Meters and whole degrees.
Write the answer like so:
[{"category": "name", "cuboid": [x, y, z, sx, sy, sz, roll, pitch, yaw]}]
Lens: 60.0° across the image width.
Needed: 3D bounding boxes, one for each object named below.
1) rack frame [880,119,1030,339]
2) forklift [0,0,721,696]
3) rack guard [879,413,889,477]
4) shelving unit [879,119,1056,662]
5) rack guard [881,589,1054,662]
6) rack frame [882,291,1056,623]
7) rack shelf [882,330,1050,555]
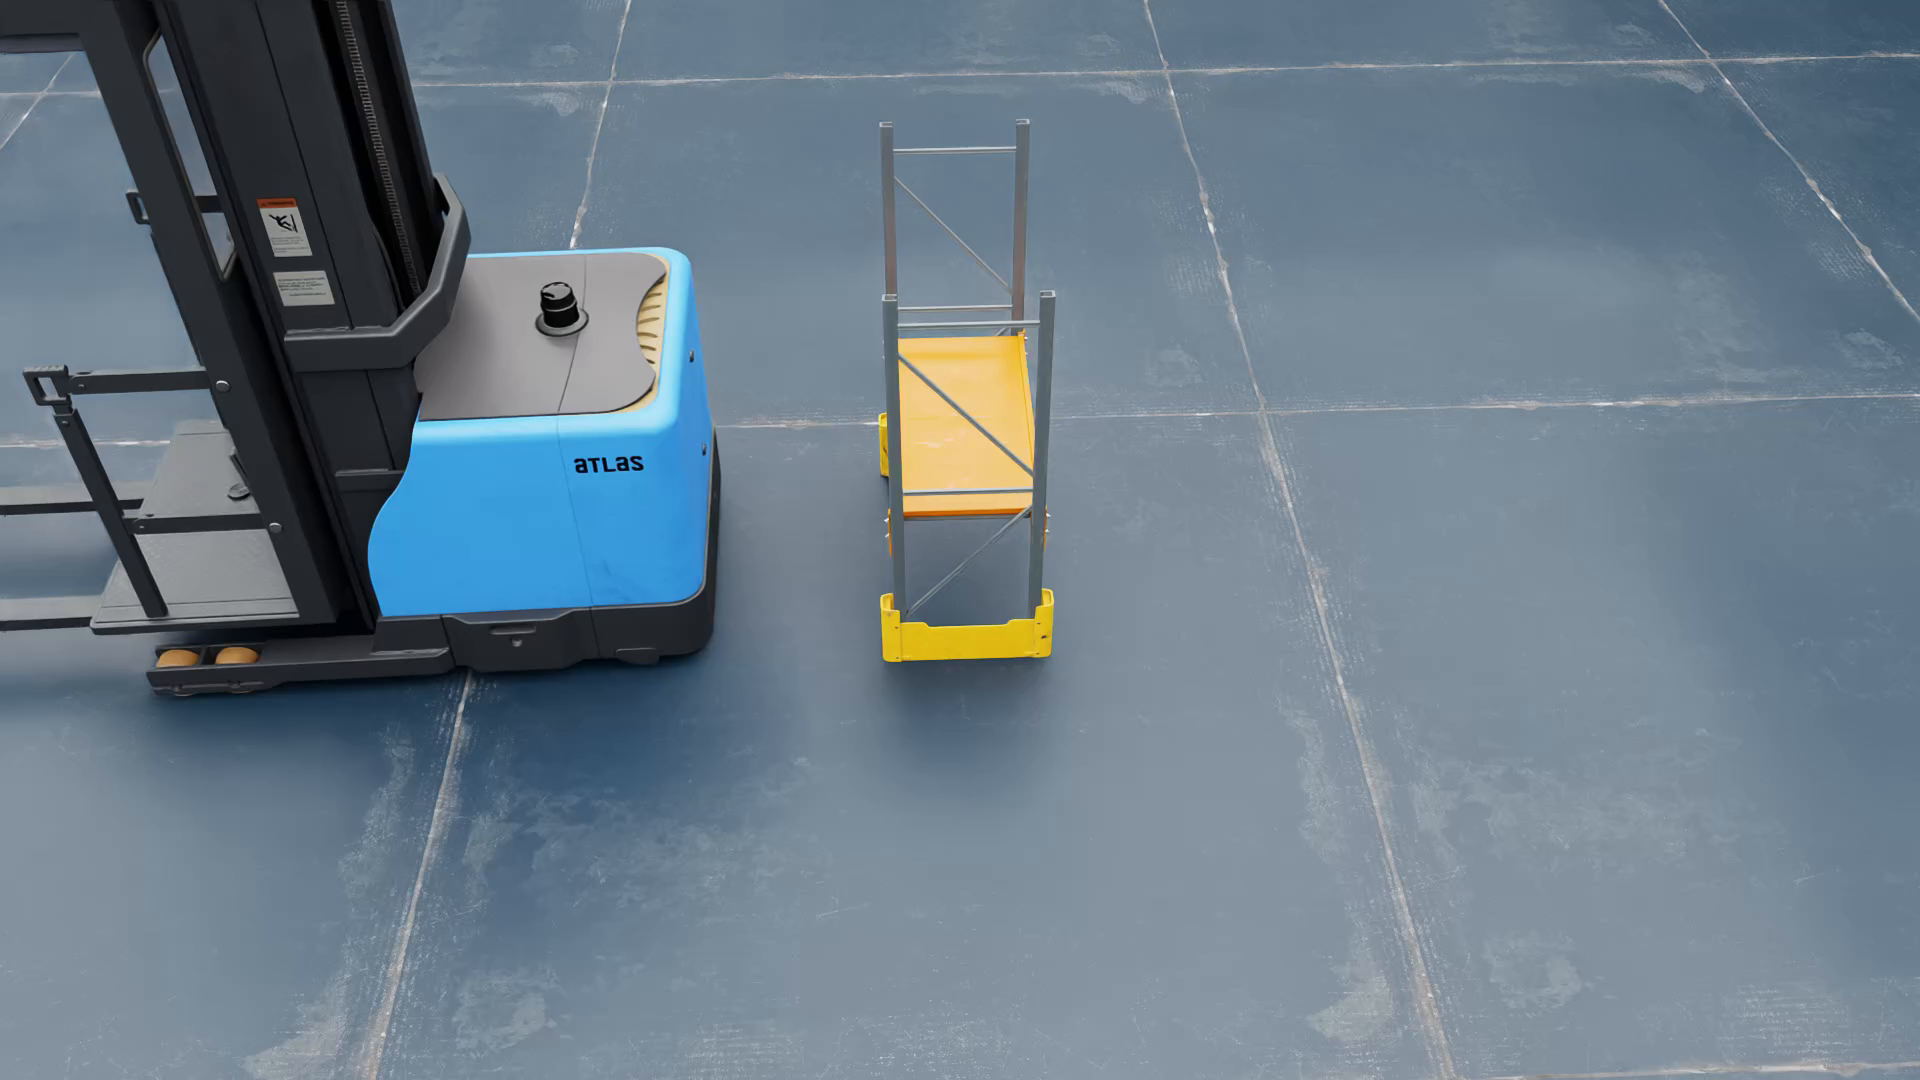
[{"category": "rack frame", "cuboid": [-0.018, -0.838, 6.055, 0.500, 1.500, 0.032, -2, 43, -2]}, {"category": "forklift", "cuboid": [-2.402, -0.919, 5.084, 3.031, 2.935, 1.130, -3, 43, -3]}, {"category": "rack guard", "cuboid": [-0.018, -0.377, 6.476, 0.587, 0.250, 0.087, -2, 43, -2]}, {"category": "shelving unit", "cuboid": [0.003, -0.501, 5.687, 0.587, 1.500, 1.083, -2, 43, -2]}, {"category": "rack guard", "cuboid": [0.024, 0.296, 5.743, 0.587, 0.250, 0.087, -2, 43, -2]}, {"category": "rack frame", "cuboid": [0.025, -0.152, 5.306, 0.500, 1.500, 0.032, -2, 43, -2]}, {"category": "rack shelf", "cuboid": [0.004, -0.363, 5.802, 0.538, 0.185, 1.000, -2, 43, -2]}]
